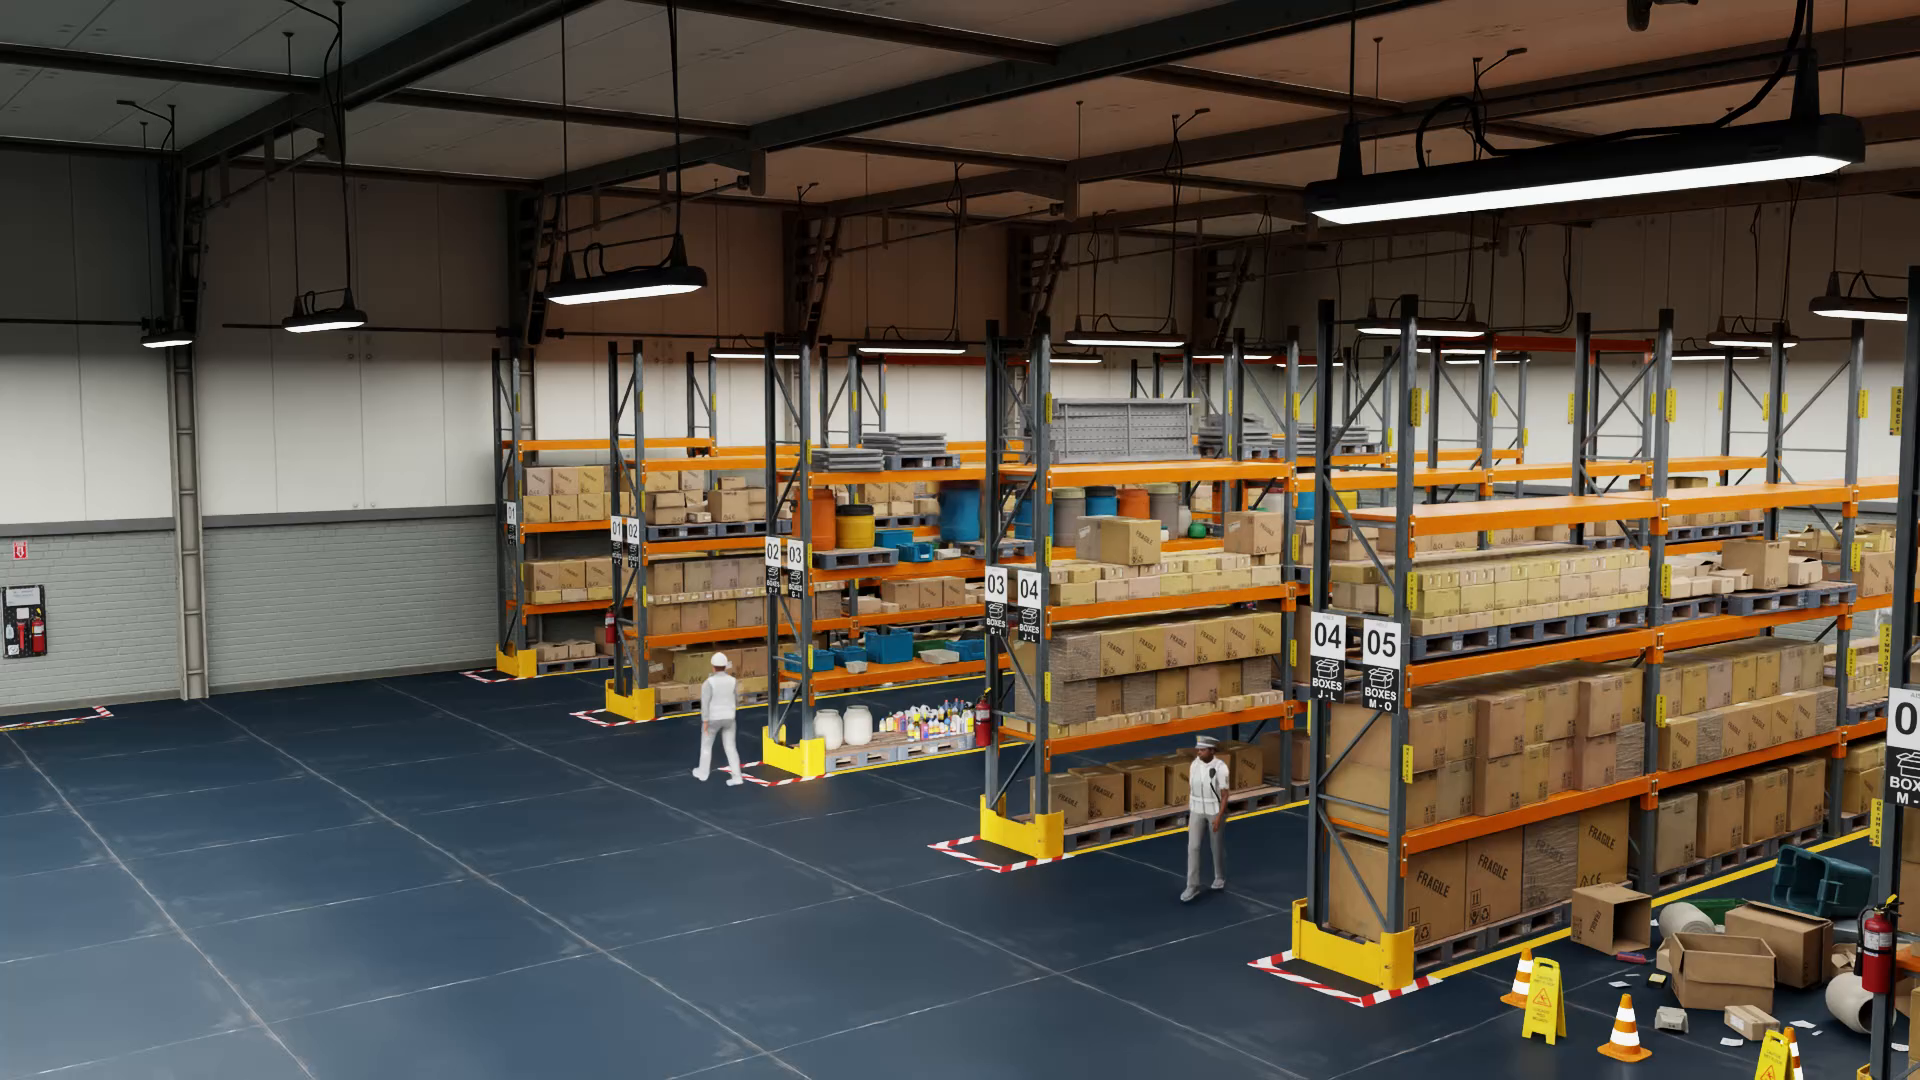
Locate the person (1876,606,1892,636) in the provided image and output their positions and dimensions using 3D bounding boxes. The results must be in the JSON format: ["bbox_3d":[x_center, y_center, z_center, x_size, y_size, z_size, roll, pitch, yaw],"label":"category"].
[{"bbox_3d":[17.004,1.680,30.512,0.421,1.583,0.533,0,5,2],"label":"person"}]

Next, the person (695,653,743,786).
[{"bbox_3d":[-3.189,2.367,22.043,0.549,1.757,0.842,-2,5,-20],"label":"person"}]

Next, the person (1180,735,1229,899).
[{"bbox_3d":[2.526,2.826,17.094,0.475,1.651,0.837,3,6,31],"label":"person"}]
